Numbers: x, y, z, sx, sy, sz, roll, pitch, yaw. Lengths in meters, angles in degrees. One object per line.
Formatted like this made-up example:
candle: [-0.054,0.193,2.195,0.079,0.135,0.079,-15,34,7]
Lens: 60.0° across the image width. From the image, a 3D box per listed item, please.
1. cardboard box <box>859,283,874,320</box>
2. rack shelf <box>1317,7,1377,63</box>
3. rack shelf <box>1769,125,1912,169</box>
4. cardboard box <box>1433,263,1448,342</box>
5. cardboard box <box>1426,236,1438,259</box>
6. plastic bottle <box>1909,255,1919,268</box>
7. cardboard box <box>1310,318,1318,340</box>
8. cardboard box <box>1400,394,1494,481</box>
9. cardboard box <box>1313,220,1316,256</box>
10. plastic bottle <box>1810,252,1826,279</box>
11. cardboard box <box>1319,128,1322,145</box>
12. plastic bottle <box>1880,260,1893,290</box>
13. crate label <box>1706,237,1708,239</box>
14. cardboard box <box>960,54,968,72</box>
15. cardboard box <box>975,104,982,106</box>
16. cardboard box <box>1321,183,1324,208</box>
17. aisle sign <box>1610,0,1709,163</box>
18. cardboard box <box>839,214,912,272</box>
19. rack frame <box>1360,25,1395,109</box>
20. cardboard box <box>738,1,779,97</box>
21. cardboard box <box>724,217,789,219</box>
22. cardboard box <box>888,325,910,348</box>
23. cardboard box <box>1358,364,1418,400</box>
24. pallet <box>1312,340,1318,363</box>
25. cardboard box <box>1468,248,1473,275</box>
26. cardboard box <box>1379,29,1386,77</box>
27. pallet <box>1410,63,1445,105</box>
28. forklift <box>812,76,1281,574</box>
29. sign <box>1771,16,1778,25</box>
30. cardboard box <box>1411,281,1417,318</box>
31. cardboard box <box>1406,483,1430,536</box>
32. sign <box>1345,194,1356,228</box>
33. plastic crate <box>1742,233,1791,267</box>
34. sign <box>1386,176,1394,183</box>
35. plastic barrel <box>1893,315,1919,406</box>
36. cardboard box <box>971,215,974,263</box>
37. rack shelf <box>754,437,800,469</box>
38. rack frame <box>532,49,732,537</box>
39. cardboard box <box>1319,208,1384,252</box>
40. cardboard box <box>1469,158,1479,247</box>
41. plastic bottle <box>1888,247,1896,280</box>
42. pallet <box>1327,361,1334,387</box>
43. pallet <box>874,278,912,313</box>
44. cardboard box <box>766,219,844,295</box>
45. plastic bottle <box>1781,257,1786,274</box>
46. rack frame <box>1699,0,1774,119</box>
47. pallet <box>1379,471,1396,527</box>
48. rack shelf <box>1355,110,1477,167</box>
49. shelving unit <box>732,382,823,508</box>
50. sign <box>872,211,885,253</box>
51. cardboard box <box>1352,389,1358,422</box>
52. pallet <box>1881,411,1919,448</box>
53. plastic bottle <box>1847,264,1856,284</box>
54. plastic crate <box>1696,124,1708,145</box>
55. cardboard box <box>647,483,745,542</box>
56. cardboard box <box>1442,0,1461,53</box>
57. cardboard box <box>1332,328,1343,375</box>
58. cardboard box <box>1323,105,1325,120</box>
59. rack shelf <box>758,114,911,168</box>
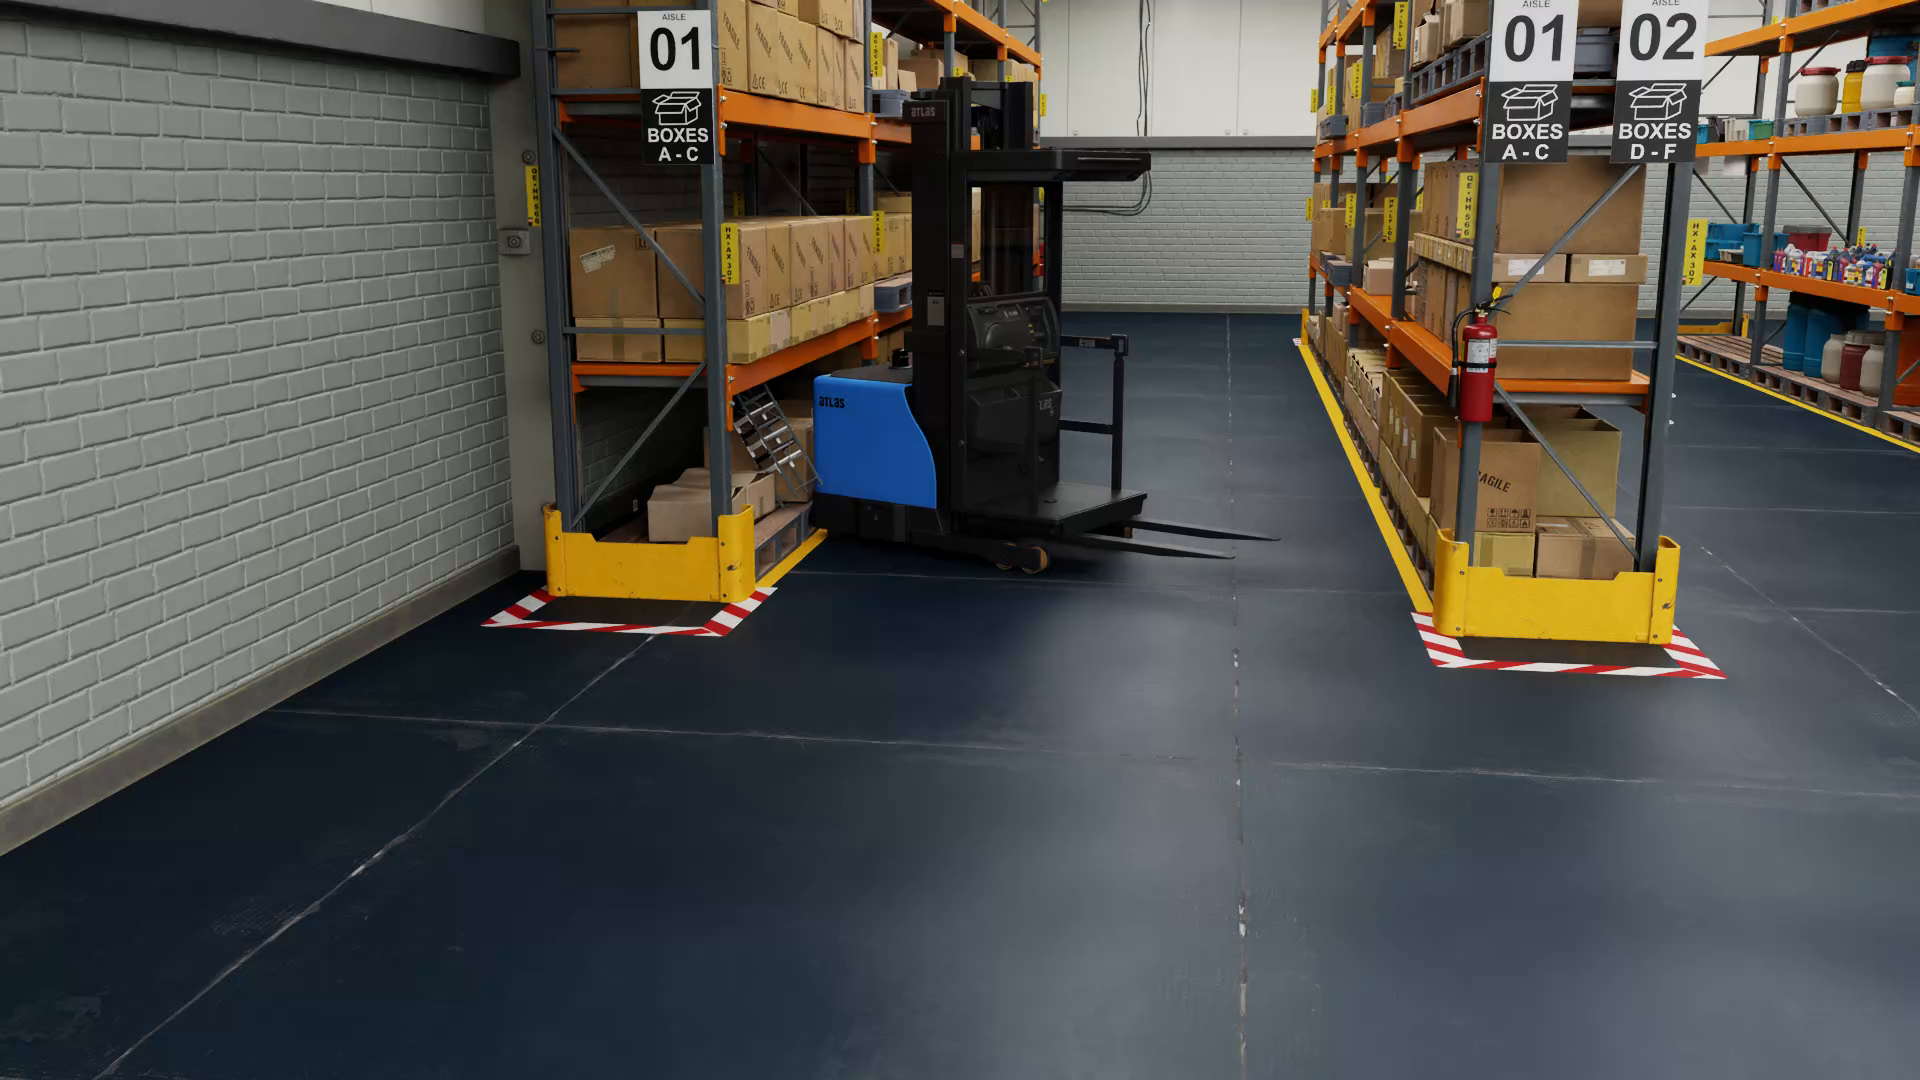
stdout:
cardboard box: [-0.948,-1.810,12.581,0.500,0.250,0.500,2,12,9]
rack shelf: [5.259,-6.483,21.433,1.077,0.370,4.000,2,12,9]
rack shelf: [9.538,-4.025,17.136,1.077,0.370,4.000,2,12,9]
cardboard box: [3.503,-1.564,10.895,0.700,0.500,0.500,2,12,9]
cardboard box: [3.373,-1.978,11.274,0.380,0.149,0.250,2,12,8]
plastic bottle: [9.829,-2.801,17.167,0.152,0.276,0.135,2,12,9]
cardboard box: [5.049,-2.879,22.715,0.500,0.250,0.500,2,12,9]
cardboard box: [3.112,-0.651,10.646,0.500,0.500,0.500,2,12,9]
cardboard box: [5.164,-4.178,23.022,0.500,0.500,0.500,2,12,8]
plastic bottle: [9.220,-2.941,17.813,0.152,0.276,0.135,2,12,9]
cardboard box: [5.071,-5.407,22.198,0.500,0.250,0.500,2,12,9]
plastic bottle: [8.871,-2.535,15.912,0.061,0.283,0.133,2,12,9]
crate label: [10.097,-4.066,22.994,0.416,0.233,0.303,2,12,9]
cardboard box: [-0.209,-5.565,19.516,0.500,0.250,0.500,3,12,13]
cardboard box: [0.423,-5.430,21.071,0.500,0.250,0.500,2,12,8]
cardboard box: [4.927,-4.351,21.450,0.500,0.500,0.500,2,12,9]
aisle sign: [3.398,-2.237,8.082,0.394,0.787,0.004,2,12,9]
cardboard box: [-0.791,-2.720,15.215,0.700,0.500,0.500,2,12,9]
rack frame: [4.336,-5.588,15.561,1.000,3.000,0.127,2,12,9]
cardboard box: [-1.373,-2.847,9.677,0.500,0.500,0.500,3,12,12]
cardboard box: [-1.536,-2.086,12.083,0.500,0.500,0.500,2,12,8]
cardboard box: [-0.768,-1.906,15.828,0.500,0.250,0.500,2,12,10]
cardboard box: [3.734,-1.368,14.420,0.500,0.311,0.500,2,12,8]
pallet: [5.243,-2.522,22.196,1.003,0.211,1.213,2,12,9]
cardboard box: [3.054,-1.549,9.284,0.380,0.149,0.250,2,12,8]
cardboard box: [4.488,-4.856,16.674,0.500,0.500,0.500,2,12,9]
pallet: [3.615,-3.067,11.195,1.003,0.211,1.213,2,12,9]
forklift: [0.510,-1.355,10.324,3.031,2.935,1.130,9,15,35]
sign: [11.006,-6.920,22.507,0.100,0.325,0.005,2,12,9]
cardboard box: [3.754,-1.853,12.827,0.500,0.250,0.500,3,12,12]
cardboard box: [3.037,-0.181,10.241,0.500,0.250,0.500,2,12,9]
sign: [3.799,-3.198,16.152,0.100,0.325,0.005,2,12,9]
plastic crate: [9.580,-3.456,19.806,0.392,0.384,0.575,2,12,9]
sign: [6.112,-5.019,23.662,0.100,0.325,0.005,2,12,9]
plastic barrel: [9.288,-1.741,16.104,0.600,0.830,0.708,2,12,9]
cardboard box: [-0.142,-3.220,17.825,0.500,0.500,0.500,2,12,11]
rack shelf: [-1.191,-0.571,10.867,0.258,0.077,0.200,-33,5,-36]
rack frame: [-1.789,-1.149,9.207,1.000,3.000,0.127,2,12,9]
cardboard box: [4.658,-3.650,19.578,0.700,0.500,0.500,-2,12,-10]
cardboard box: [3.274,-1.890,9.327,0.700,0.500,0.500,2,12,7]
plastic bottle: [9.687,-2.848,17.205,0.144,0.351,0.185,2,12,9]
pallet: [4.864,-1.954,19.559,1.003,0.211,1.213,2,12,9]
pallet: [-0.913,-2.043,13.807,1.003,0.211,1.213,2,12,9]
cardboard box: [-1.101,-1.968,11.534,0.500,0.500,0.500,2,12,7]
plastic bottle: [9.347,-3.114,18.796,0.097,0.201,0.097,0,12,0]
rack frame: [10.460,-7.092,22.540,1.000,3.000,0.127,2,12,9]
pallet: [3.557,-0.295,11.861,1.003,0.211,1.213,2,12,9]
rack shelf: [4.029,-3.353,14.021,1.077,0.370,4.000,2,12,9]
shelving unit: [-1.252,-0.678,10.858,0.258,0.900,0.210,-33,5,-36]
sign: [-0.637,-2.389,12.905,0.100,0.325,0.005,2,12,9]
cardboard box: [3.815,-1.204,14.988,0.500,0.250,0.500,2,12,7]
pallet: [9.073,-0.971,14.996,1.003,0.211,1.213,2,12,9]
plastic bottle: [9.032,-2.688,16.816,0.097,0.201,0.097,0,12,0]
plastic crate: [10.126,-5.490,22.540,0.497,0.269,0.590,2,12,9]
cardboard box: [-1.594,-0.191,10.098,0.500,0.311,0.500,0,12,2]
cardboard box: [3.108,-3.050,9.789,0.500,0.311,0.500,3,13,15]
cardboard box: [4.403,-2.068,18.356,0.500,0.500,0.500,1,12,7]
cardboard box: [4.995,-5.547,21.662,0.500,0.250,0.500,2,12,9]
rack shelf: [-0.867,-3.513,14.762,1.077,0.370,4.000,2,12,9]
